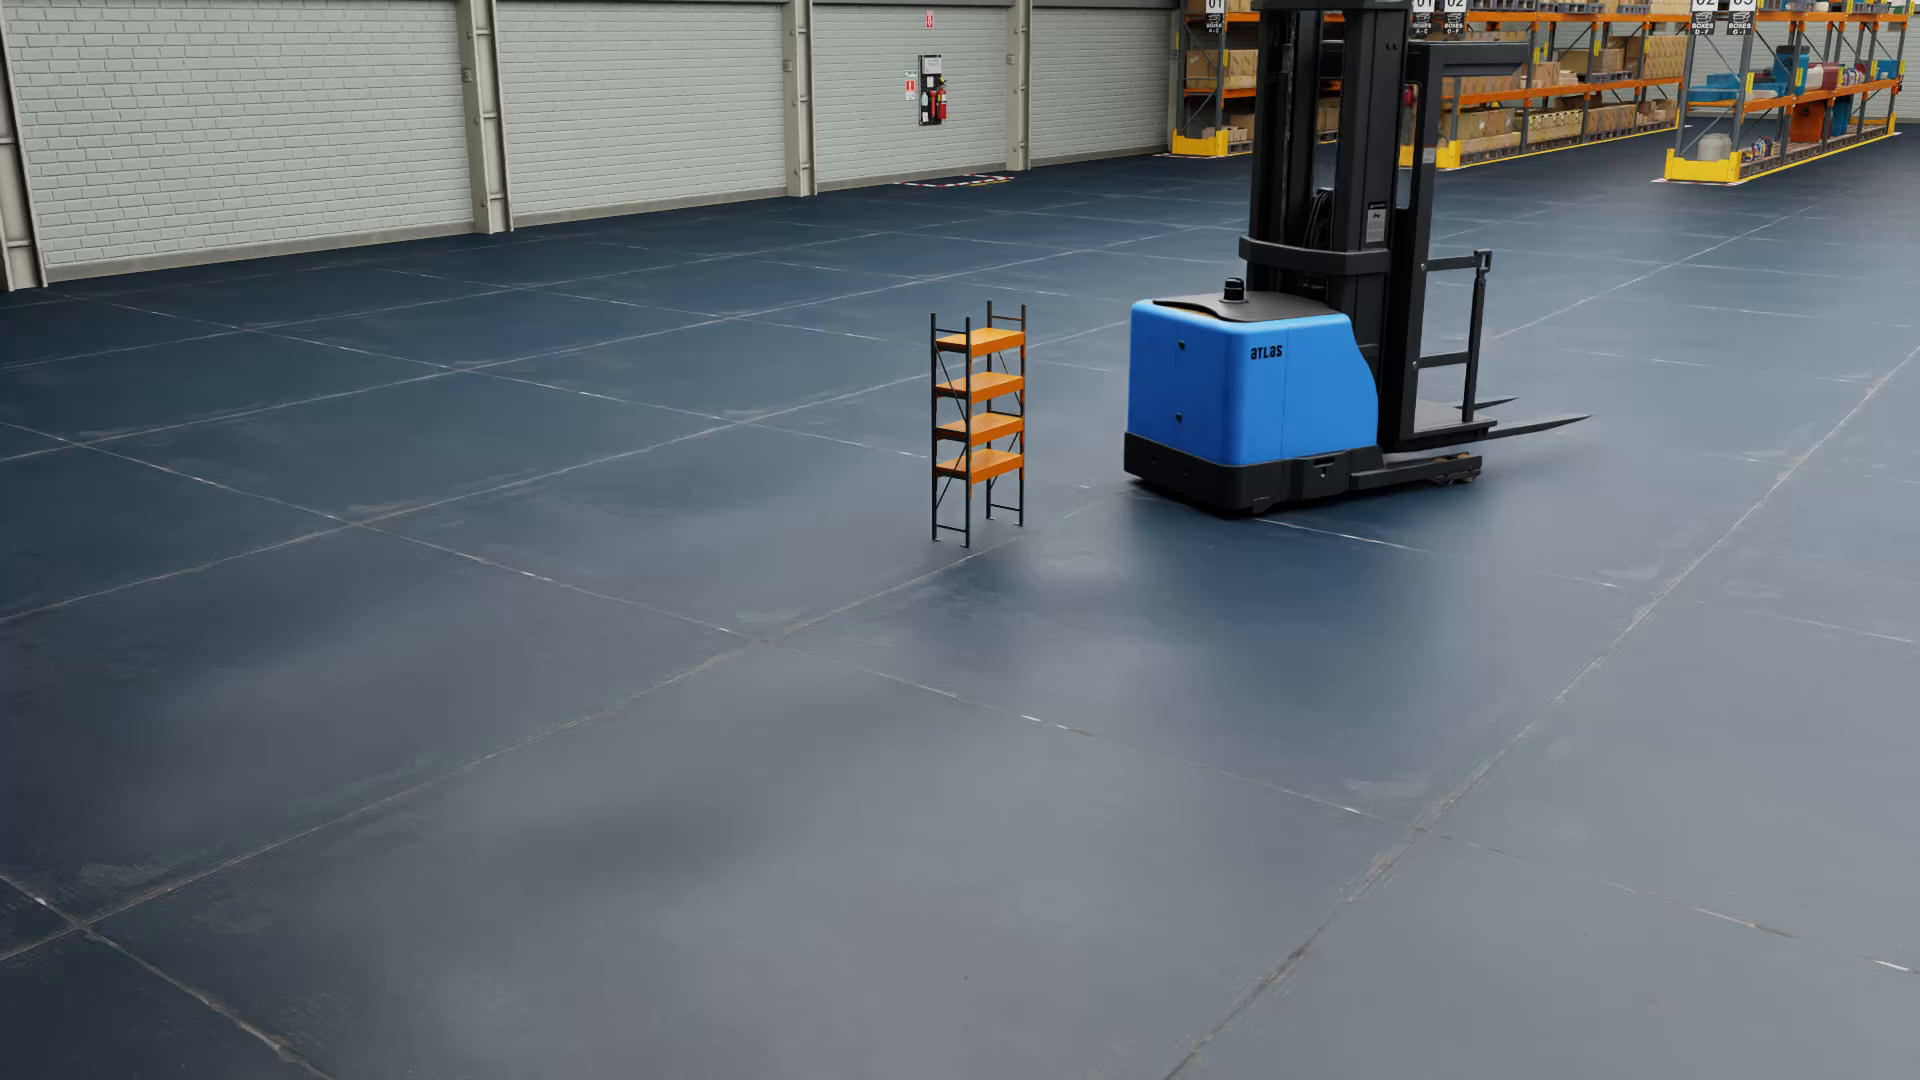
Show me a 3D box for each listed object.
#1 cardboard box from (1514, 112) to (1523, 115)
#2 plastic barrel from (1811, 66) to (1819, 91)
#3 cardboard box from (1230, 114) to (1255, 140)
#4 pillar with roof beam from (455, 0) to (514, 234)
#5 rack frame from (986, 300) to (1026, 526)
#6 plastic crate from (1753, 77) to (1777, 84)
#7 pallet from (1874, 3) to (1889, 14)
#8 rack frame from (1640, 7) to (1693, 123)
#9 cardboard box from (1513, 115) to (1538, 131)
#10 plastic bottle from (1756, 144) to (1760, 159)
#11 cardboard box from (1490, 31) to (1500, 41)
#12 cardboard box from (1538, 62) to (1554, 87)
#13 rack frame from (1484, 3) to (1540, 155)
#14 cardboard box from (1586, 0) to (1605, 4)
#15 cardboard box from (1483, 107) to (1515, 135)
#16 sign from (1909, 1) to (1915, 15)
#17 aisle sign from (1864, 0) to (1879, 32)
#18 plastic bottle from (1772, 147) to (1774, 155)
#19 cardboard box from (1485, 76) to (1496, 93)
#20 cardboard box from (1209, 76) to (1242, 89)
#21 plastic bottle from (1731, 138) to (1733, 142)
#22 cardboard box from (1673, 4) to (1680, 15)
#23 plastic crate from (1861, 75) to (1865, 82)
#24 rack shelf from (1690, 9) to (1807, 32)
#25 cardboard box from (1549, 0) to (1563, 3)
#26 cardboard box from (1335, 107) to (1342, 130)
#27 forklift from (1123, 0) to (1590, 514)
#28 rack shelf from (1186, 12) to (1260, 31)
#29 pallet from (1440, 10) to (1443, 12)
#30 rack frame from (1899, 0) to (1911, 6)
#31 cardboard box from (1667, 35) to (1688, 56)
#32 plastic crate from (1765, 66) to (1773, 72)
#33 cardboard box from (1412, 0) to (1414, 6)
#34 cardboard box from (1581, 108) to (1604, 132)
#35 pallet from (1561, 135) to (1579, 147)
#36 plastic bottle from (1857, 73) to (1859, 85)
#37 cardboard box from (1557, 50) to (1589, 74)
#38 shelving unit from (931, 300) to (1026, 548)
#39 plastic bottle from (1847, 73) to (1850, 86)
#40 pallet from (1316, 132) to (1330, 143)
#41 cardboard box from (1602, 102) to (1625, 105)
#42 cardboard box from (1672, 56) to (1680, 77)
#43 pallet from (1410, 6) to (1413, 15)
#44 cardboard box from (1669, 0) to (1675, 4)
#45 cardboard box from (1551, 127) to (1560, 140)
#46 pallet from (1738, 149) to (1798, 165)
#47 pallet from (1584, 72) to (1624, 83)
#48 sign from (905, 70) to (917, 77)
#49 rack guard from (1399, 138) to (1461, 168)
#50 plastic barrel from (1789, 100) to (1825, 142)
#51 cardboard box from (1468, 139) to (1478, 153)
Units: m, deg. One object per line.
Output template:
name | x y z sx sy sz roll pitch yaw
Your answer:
cardboard box | 11.902 -9.051 35.814 0.500 0.311 0.500 12 21 35
plastic barrel | 16.954 -9.252 33.290 0.421 0.512 0.421 0 17 0
cardboard box | 6.224 -8.894 35.798 0.700 0.500 0.500 11 20 31
pillar with roof beam | -2.622 -7.563 17.926 9.100 9.000 0.400 12 21 35
rack frame | 0.244 -0.671 8.880 0.240 1.200 0.015 12 21 35
plastic crate | 14.849 -8.497 31.152 0.767 0.338 0.504 12 21 35
pallet | 19.641 -11.673 36.534 1.213 0.211 1.003 12 21 35
rack frame | 18.437 -12.363 43.497 1.000 3.000 0.127 12 21 35
cardboard box | 11.733 -8.715 34.731 0.500 0.311 0.500 13 21 35
plastic bottle | 14.595 -7.114 30.452 0.097 0.271 0.097 0 17 0
cardboard box | 10.131 -9.707 32.588 0.700 0.500 0.500 12 21 35
cardboard box | 12.370 -9.977 35.647 0.500 0.500 0.500 12 21 35
rack frame | 11.287 -9.505 34.294 1.000 3.000 0.127 12 21 35
cardboard box | 13.903 -12.048 37.256 0.910 0.500 0.500 12 21 35
cardboard box | 10.879 -8.484 33.671 0.500 0.500 0.500 12 21 35
sign | 22.864 -12.776 39.946 0.100 0.325 0.005 12 21 35
aisle sign | 22.217 -12.798 40.515 0.394 0.787 0.004 12 21 35
plastic bottle | 15.297 -7.361 31.366 0.097 0.201 0.097 0 17 0
cardboard box | 10.112 -9.078 32.751 0.700 0.500 0.500 13 22 36
cardboard box | 5.469 -9.425 34.254 0.500 0.250 0.500 12 21 33
plastic bottle | 14.564 -7.429 31.335 0.144 0.351 0.185 12 21 35
cardboard box | 17.748 -13.316 41.762 0.500 0.250 0.500 12 21 35
plastic crate | 20.422 -10.522 37.914 0.396 0.136 0.243 12 21 35
rack shelf | 14.071 -9.241 29.600 1.077 0.370 4.000 12 21 35
cardboard box | 12.475 -11.511 35.240 0.500 0.250 0.500 10 20 30
cardboard box | 8.629 -9.942 39.175 0.700 0.500 0.500 12 21 34
forklift | 2.507 -1.840 9.728 3.031 2.935 1.130 -9 20 -28
rack shelf | 6.115 -10.992 35.237 1.077 0.370 4.000 12 21 35
pallet | 12.569 -13.868 43.435 1.003 0.211 1.213 12 21 35
rack frame | 22.413 -14.352 39.786 1.000 3.000 0.127 12 21 35
cardboard box | 18.393 -12.734 42.836 0.500 0.500 0.500 12 21 34
plastic crate | 16.438 -9.281 33.465 0.402 0.464 0.583 12 21 35
cardboard box | 11.181 -13.641 41.644 0.700 0.500 0.500 12 21 34
cardboard box | 14.478 -9.658 38.258 0.500 0.500 0.500 12 21 33
pallet | 13.148 -8.937 37.166 1.003 0.211 1.213 12 21 35
plastic bottle | 19.837 -10.237 36.860 0.152 0.276 0.135 12 21 35
cardboard box | 13.955 -10.876 37.832 0.700 0.500 0.500 5 18 16
shelving unit | 0.099 -0.612 8.693 0.258 1.200 0.503 12 21 35
plastic bottle | 19.217 -9.970 35.988 0.061 0.283 0.133 12 21 35
pallet | 7.769 -9.233 38.121 1.003 0.211 1.213 12 21 35
cardboard box | 16.165 -10.613 41.333 0.500 0.500 0.500 12 21 35
cardboard box | 18.082 -12.132 42.584 0.500 0.500 0.500 13 21 35
pallet | 10.695 -13.104 41.144 1.003 0.211 1.213 14 22 37
cardboard box | 17.444 -13.437 41.309 0.500 0.250 0.500 12 21 35
cardboard box | 12.642 -8.811 35.987 0.500 0.250 0.500 13 21 36
pallet | 15.700 -7.491 32.510 1.003 0.211 1.213 12 21 35
pallet | 14.825 -10.830 38.884 1.003 0.211 1.213 12 21 35
sign | -0.835 -7.892 28.144 0.001 0.109 0.331 12 21 35
rack guard | 8.889 -7.353 31.578 1.175 0.500 0.348 12 21 35
plastic barrel | 17.924 -8.865 35.185 0.600 0.830 0.708 12 21 35
cardboard box | 9.697 -7.648 32.241 0.500 0.250 0.500 12 21 35
